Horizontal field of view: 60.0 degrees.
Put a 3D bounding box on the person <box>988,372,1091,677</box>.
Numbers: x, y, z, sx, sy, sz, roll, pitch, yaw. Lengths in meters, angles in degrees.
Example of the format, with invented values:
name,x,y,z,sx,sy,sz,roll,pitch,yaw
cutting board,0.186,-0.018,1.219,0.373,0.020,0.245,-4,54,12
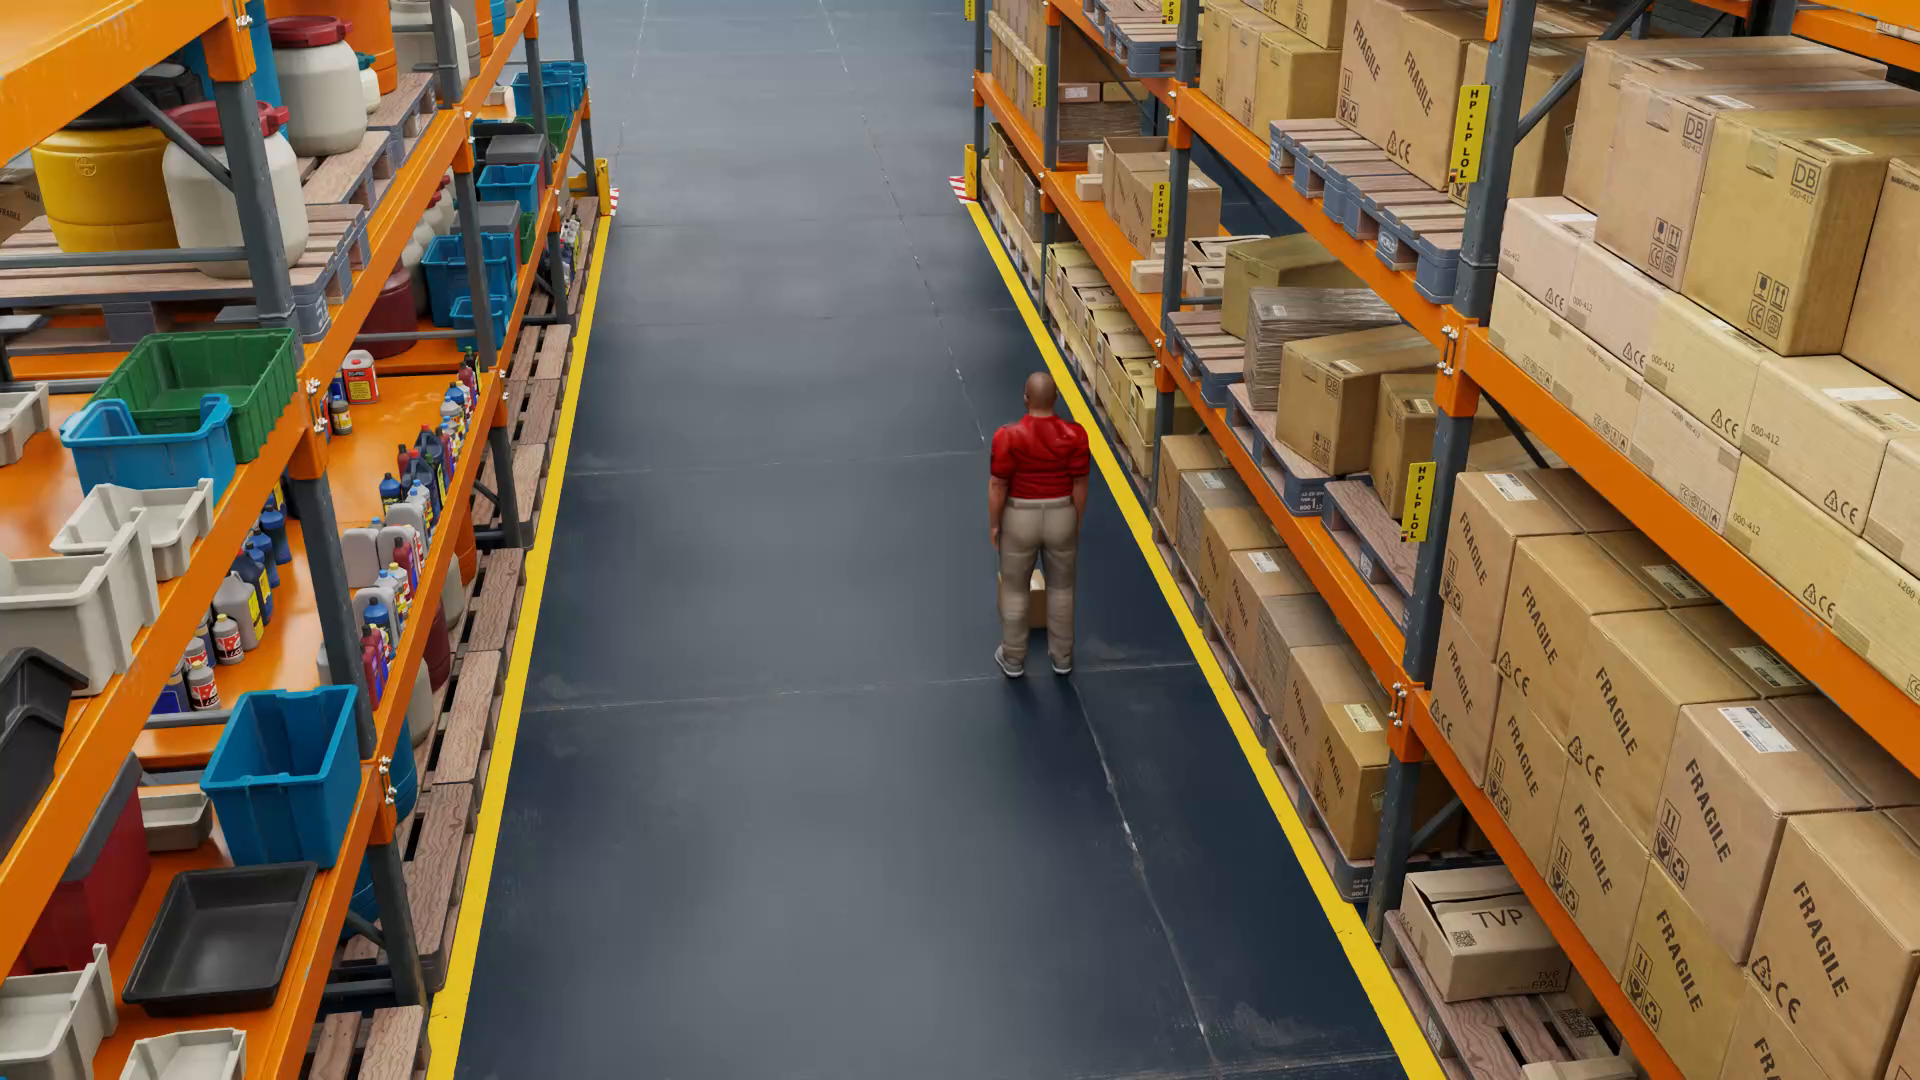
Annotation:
name,x,y,z,sx,sy,sz,roll,pitch,yaw
person,0.405,-0.091,8.820,0.528,1.727,0.362,-3,27,-5
